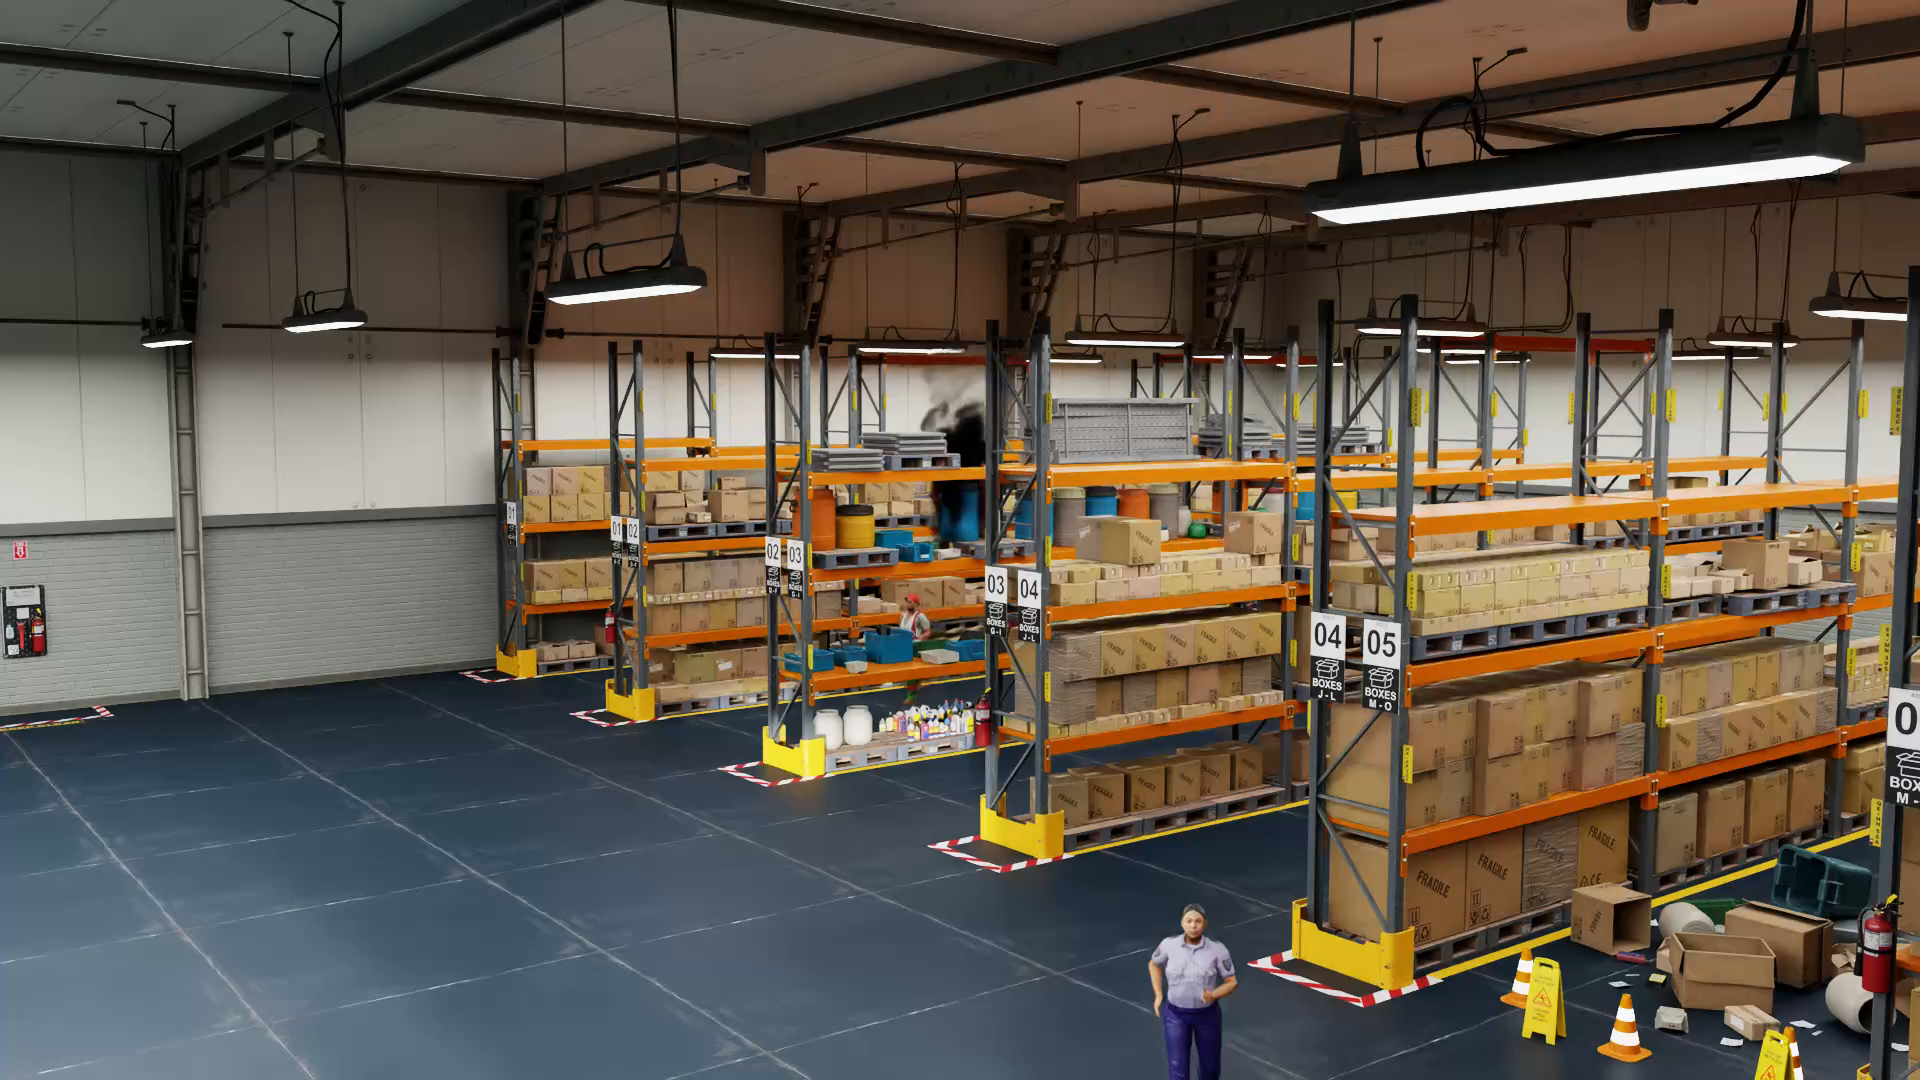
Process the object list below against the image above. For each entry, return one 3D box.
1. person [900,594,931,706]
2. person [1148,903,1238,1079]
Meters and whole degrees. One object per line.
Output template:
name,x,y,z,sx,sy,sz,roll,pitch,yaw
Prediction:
person,-0.737,1.714,26.138,0.657,1.754,0.605,4,7,42
person,1.617,3.334,11.592,0.619,1.620,0.878,1,5,8
